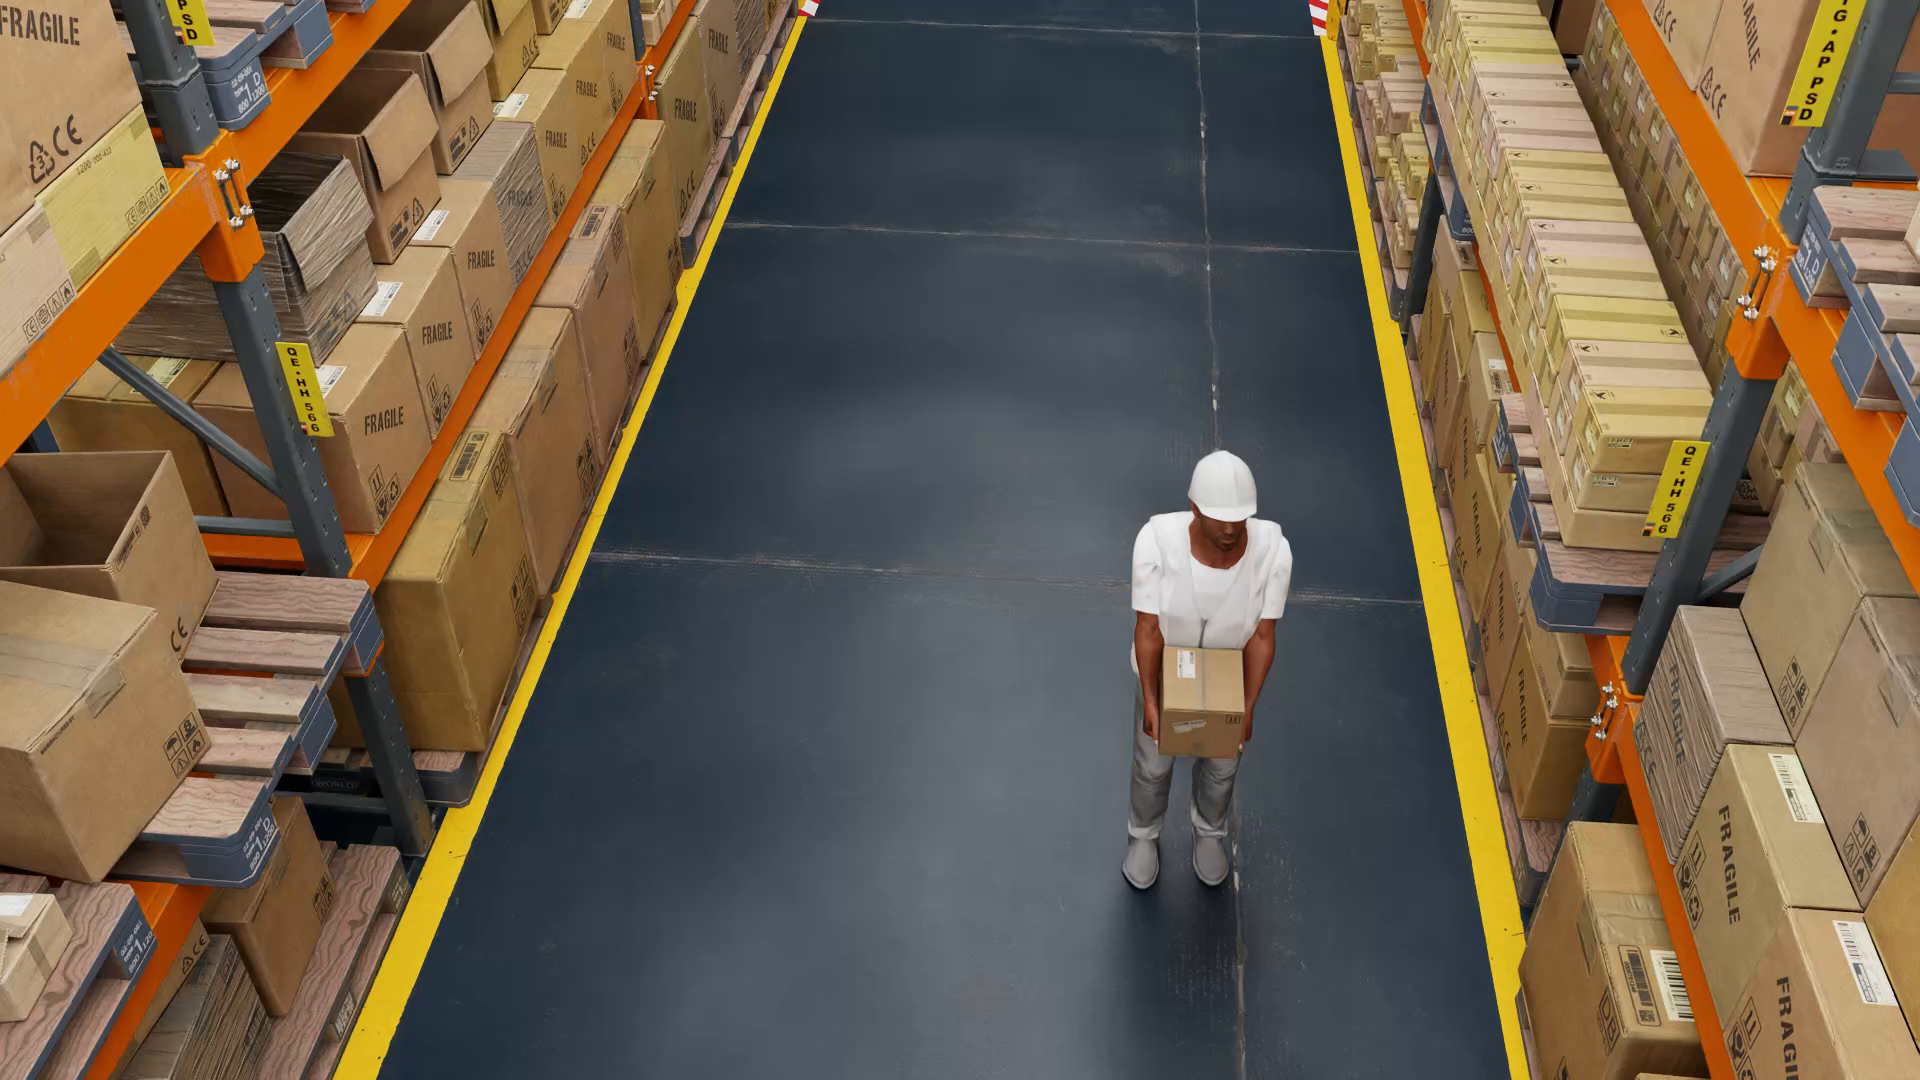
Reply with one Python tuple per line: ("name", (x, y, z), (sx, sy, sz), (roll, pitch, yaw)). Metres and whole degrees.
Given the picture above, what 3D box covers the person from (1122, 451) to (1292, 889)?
("person", (0.796, 0.510, 5.528), (0.505, 1.763, 0.557), (3, 40, 4))
